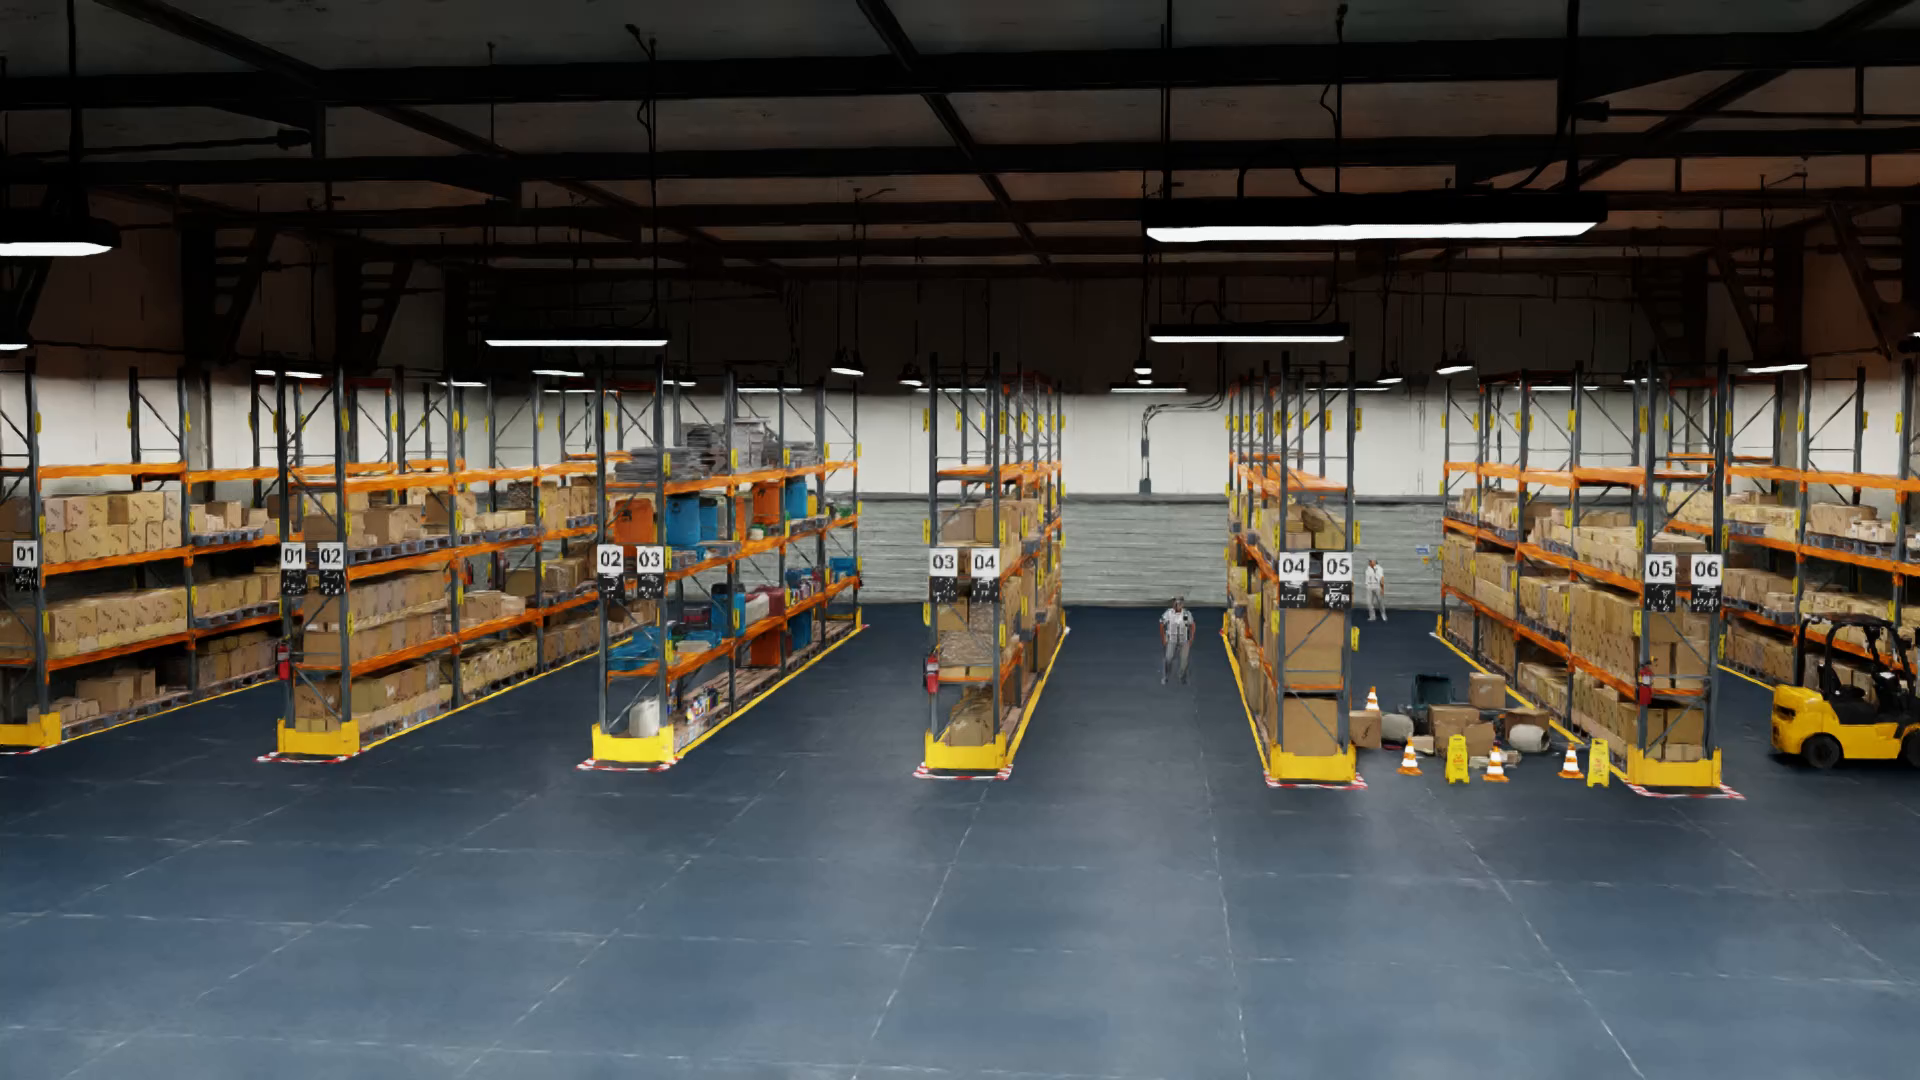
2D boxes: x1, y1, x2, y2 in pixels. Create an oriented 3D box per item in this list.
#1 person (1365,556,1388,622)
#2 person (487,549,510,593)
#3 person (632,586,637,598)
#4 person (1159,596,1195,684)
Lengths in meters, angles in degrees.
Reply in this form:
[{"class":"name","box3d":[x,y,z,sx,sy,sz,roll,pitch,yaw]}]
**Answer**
[{"class":"person","box3d":[10.504,1.221,41.922,0.534,1.648,0.570,4,6,44]},{"class":"person","box3d":[-11.856,1.092,42.617,0.693,1.777,0.479,-3,5,-34]},{"class":"person","box3d":[-8.385,1.050,43.505,0.581,1.762,0.569,-2,5,-29]},{"class":"person","box3d":[4.152,1.901,31.815,0.682,1.715,0.542,0,4,5]}]
